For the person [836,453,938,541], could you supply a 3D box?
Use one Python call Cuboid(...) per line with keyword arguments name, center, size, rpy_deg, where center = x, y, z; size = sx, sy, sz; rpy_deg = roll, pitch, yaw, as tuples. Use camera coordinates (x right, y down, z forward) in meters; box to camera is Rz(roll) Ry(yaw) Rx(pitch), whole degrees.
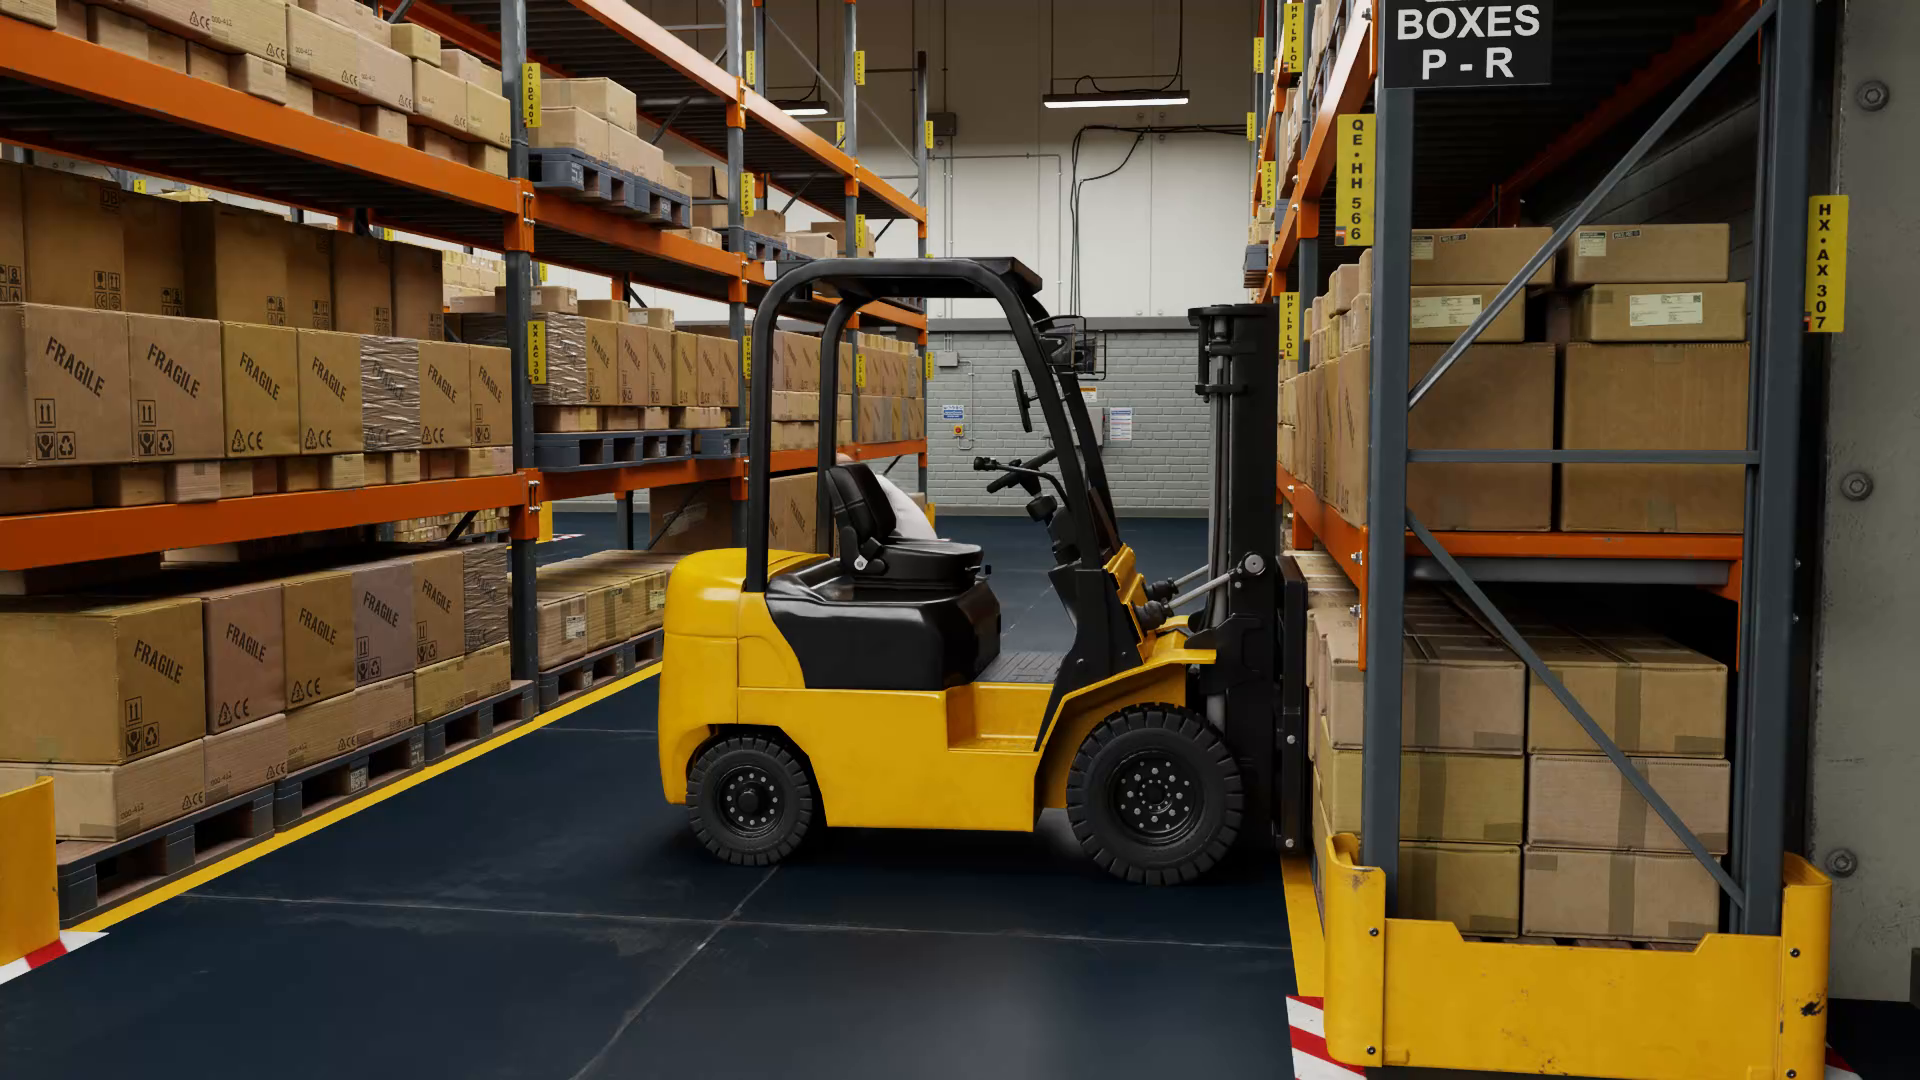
Cuboid(name="person", center=(-0.506, 0.123, 10.773), size=(0.750, 1.356, 0.631), rpy_deg=(1, 4, 9))
